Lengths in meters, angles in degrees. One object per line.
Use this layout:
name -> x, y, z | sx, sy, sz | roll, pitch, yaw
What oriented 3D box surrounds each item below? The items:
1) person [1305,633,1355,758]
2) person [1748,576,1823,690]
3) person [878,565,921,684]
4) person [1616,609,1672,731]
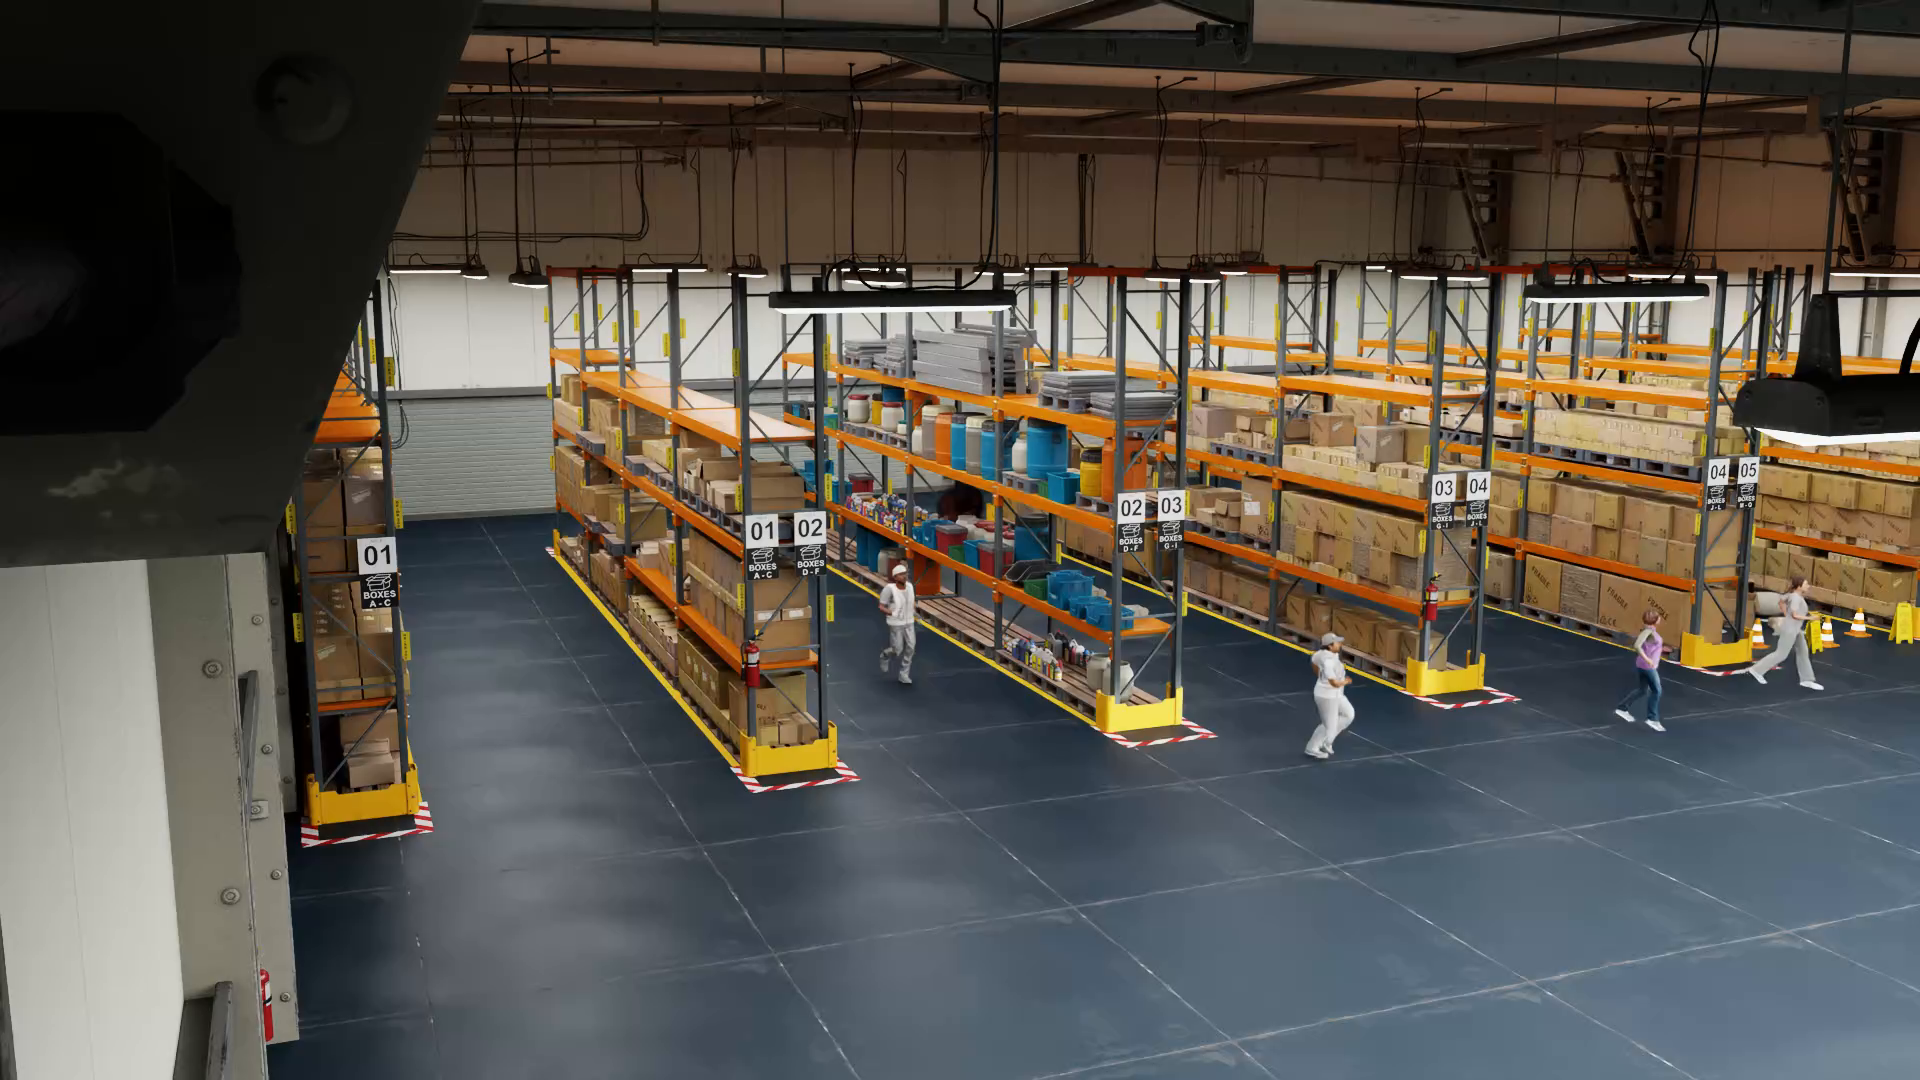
person -> 4.637, 1.948, 20.790 | 0.593, 1.632, 0.612 | 3, 10, 15
person -> 12.026, 1.326, 24.098 | 0.993, 1.658, 0.539 | 5, 11, 29
person -> -0.904, 1.226, 24.580 | 0.687, 1.743, 0.704 | -7, 12, -37
person -> 9.138, 1.730, 22.204 | 0.648, 1.651, 0.544 | 3, 10, 18
